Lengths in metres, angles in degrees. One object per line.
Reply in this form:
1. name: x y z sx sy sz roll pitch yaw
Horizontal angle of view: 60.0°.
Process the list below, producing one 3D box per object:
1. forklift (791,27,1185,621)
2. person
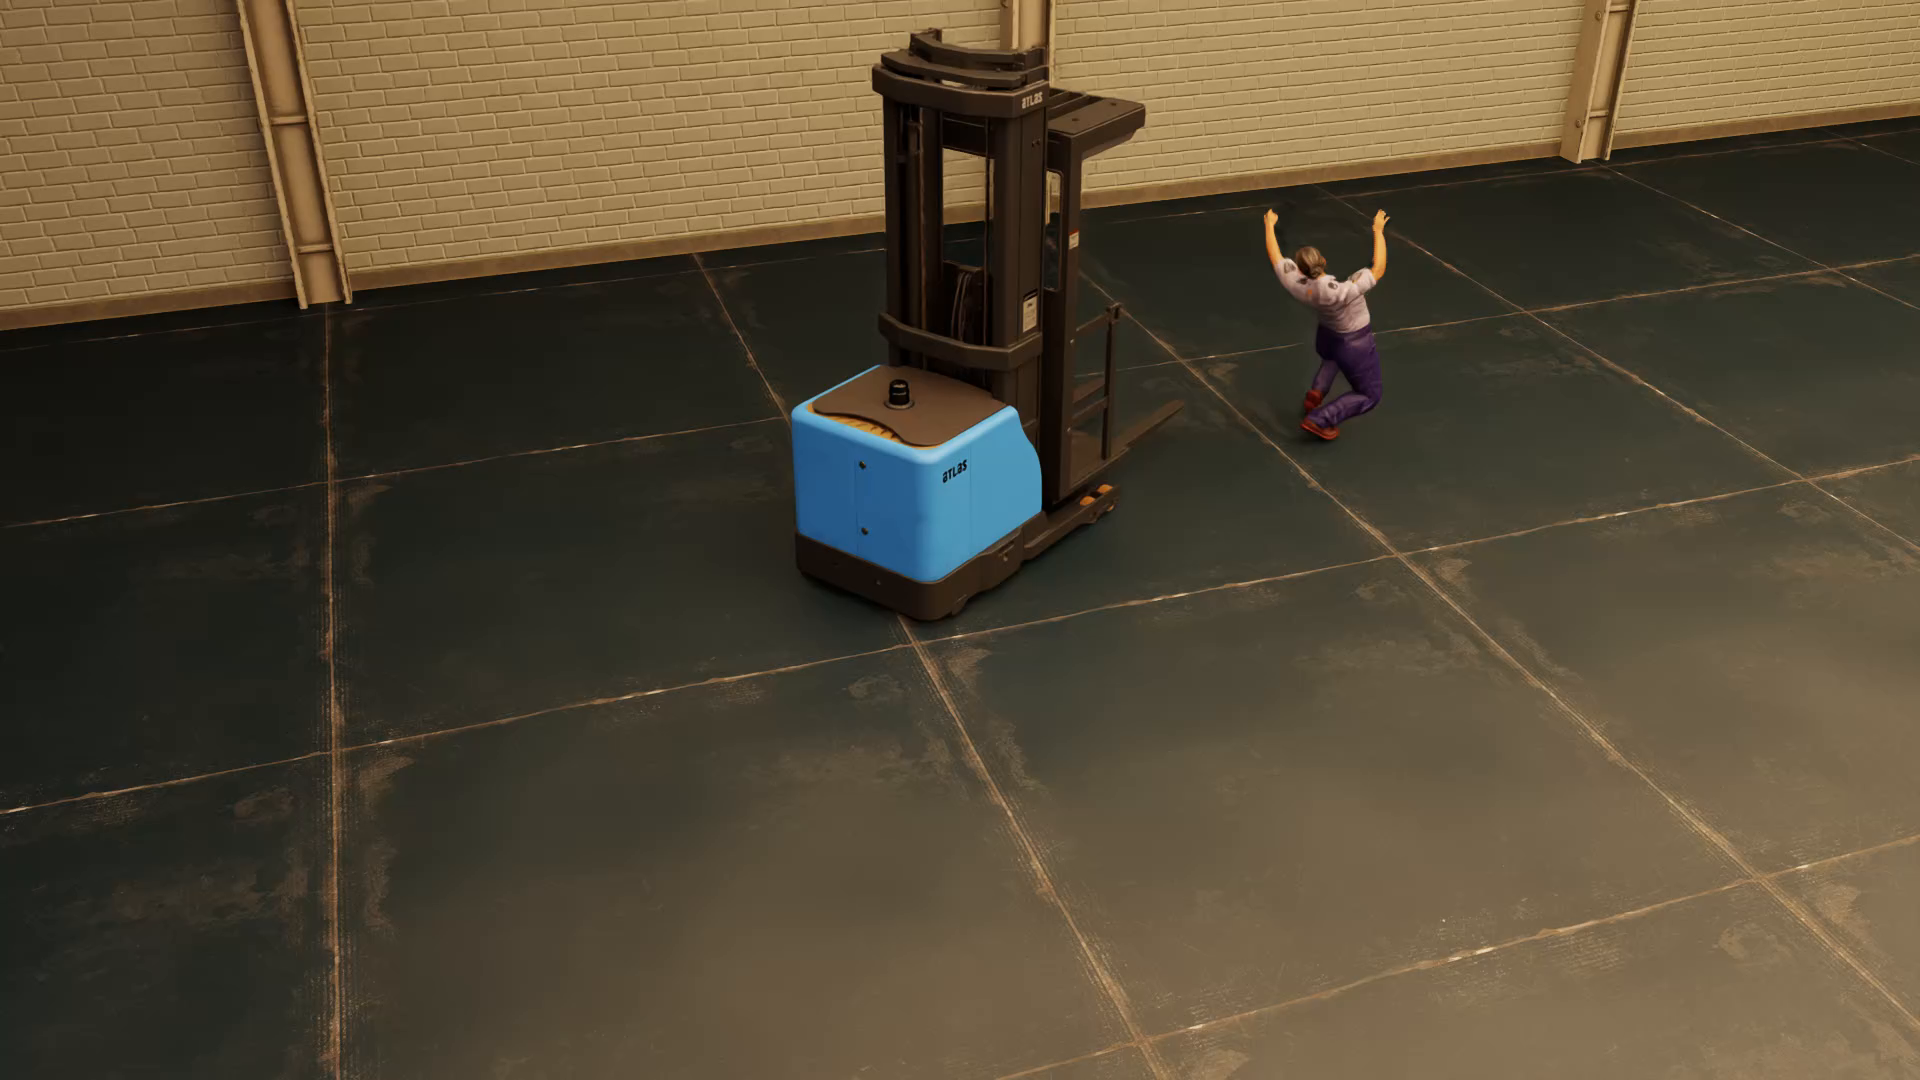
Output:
1. forklift: 0.340 -1.504 9.701 1.130 2.935 3.031 21 36 32
2. person: 2.412 -1.484 11.072 0.764 1.579 0.992 -17 34 -27
